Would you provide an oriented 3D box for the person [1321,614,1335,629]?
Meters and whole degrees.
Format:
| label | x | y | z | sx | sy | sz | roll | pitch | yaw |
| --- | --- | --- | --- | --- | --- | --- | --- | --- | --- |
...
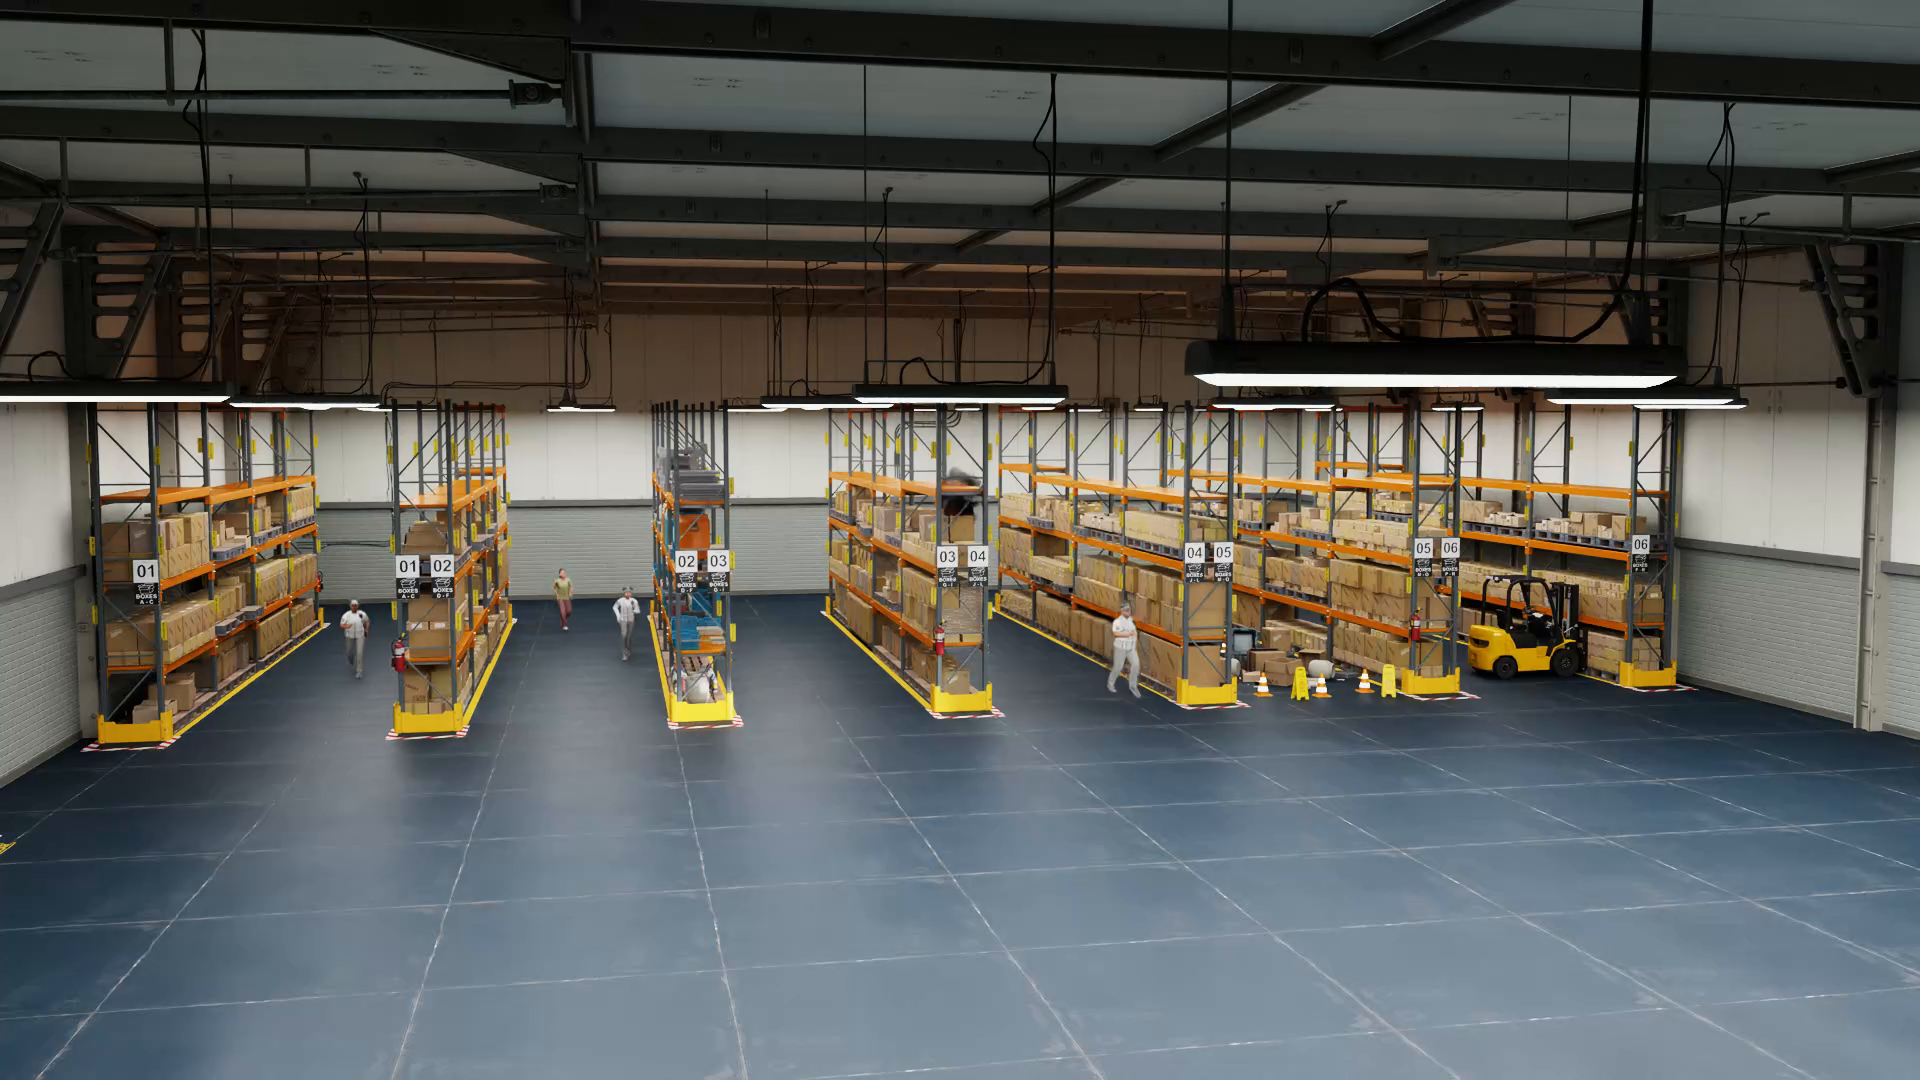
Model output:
| label | x | y | z | sx | sy | sz | roll | pitch | yaw |
| --- | --- | --- | --- | --- | --- | --- | --- | --- | --- |
| person | 9.547 | 1.698 | 42.830 | 0.580 | 1.622 | 0.493 | -1 | 4 | -15 |

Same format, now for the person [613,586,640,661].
| label | x | y | z | sx | sy | sz | roll | pitch | yaw |
| --- | --- | --- | --- | --- | --- | --- | --- | --- | --- |
| person | -7.796 | 1.952 | 38.985 | 0.593 | 1.749 | 0.754 | -2 | 5 | -20 |

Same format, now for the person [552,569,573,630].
| label | x | y | z | sx | sy | sz | roll | pitch | yaw |
| --- | --- | --- | --- | --- | --- | --- | --- | --- | --- |
| person | -10.582 | 1.575 | 44.308 | 0.565 | 1.616 | 0.548 | -2 | 5 | -24 |

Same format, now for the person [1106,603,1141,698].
| label | x | y | z | sx | sy | sz | roll | pitch | yaw |
| --- | --- | --- | --- | --- | --- | --- | --- | --- | --- |
| person | 3.208 | 2.142 | 32.548 | 0.678 | 1.857 | 0.811 | -4 | 6 | -39 |

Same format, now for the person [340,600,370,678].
| label | x | y | z | sx | sy | sz | roll | pitch | yaw |
| --- | --- | --- | --- | --- | --- | --- | --- | --- | --- |
| person | -13.235 | 2.134 | 36.395 | 0.607 | 1.651 | 0.941 | -1 | 5 | -17 |
